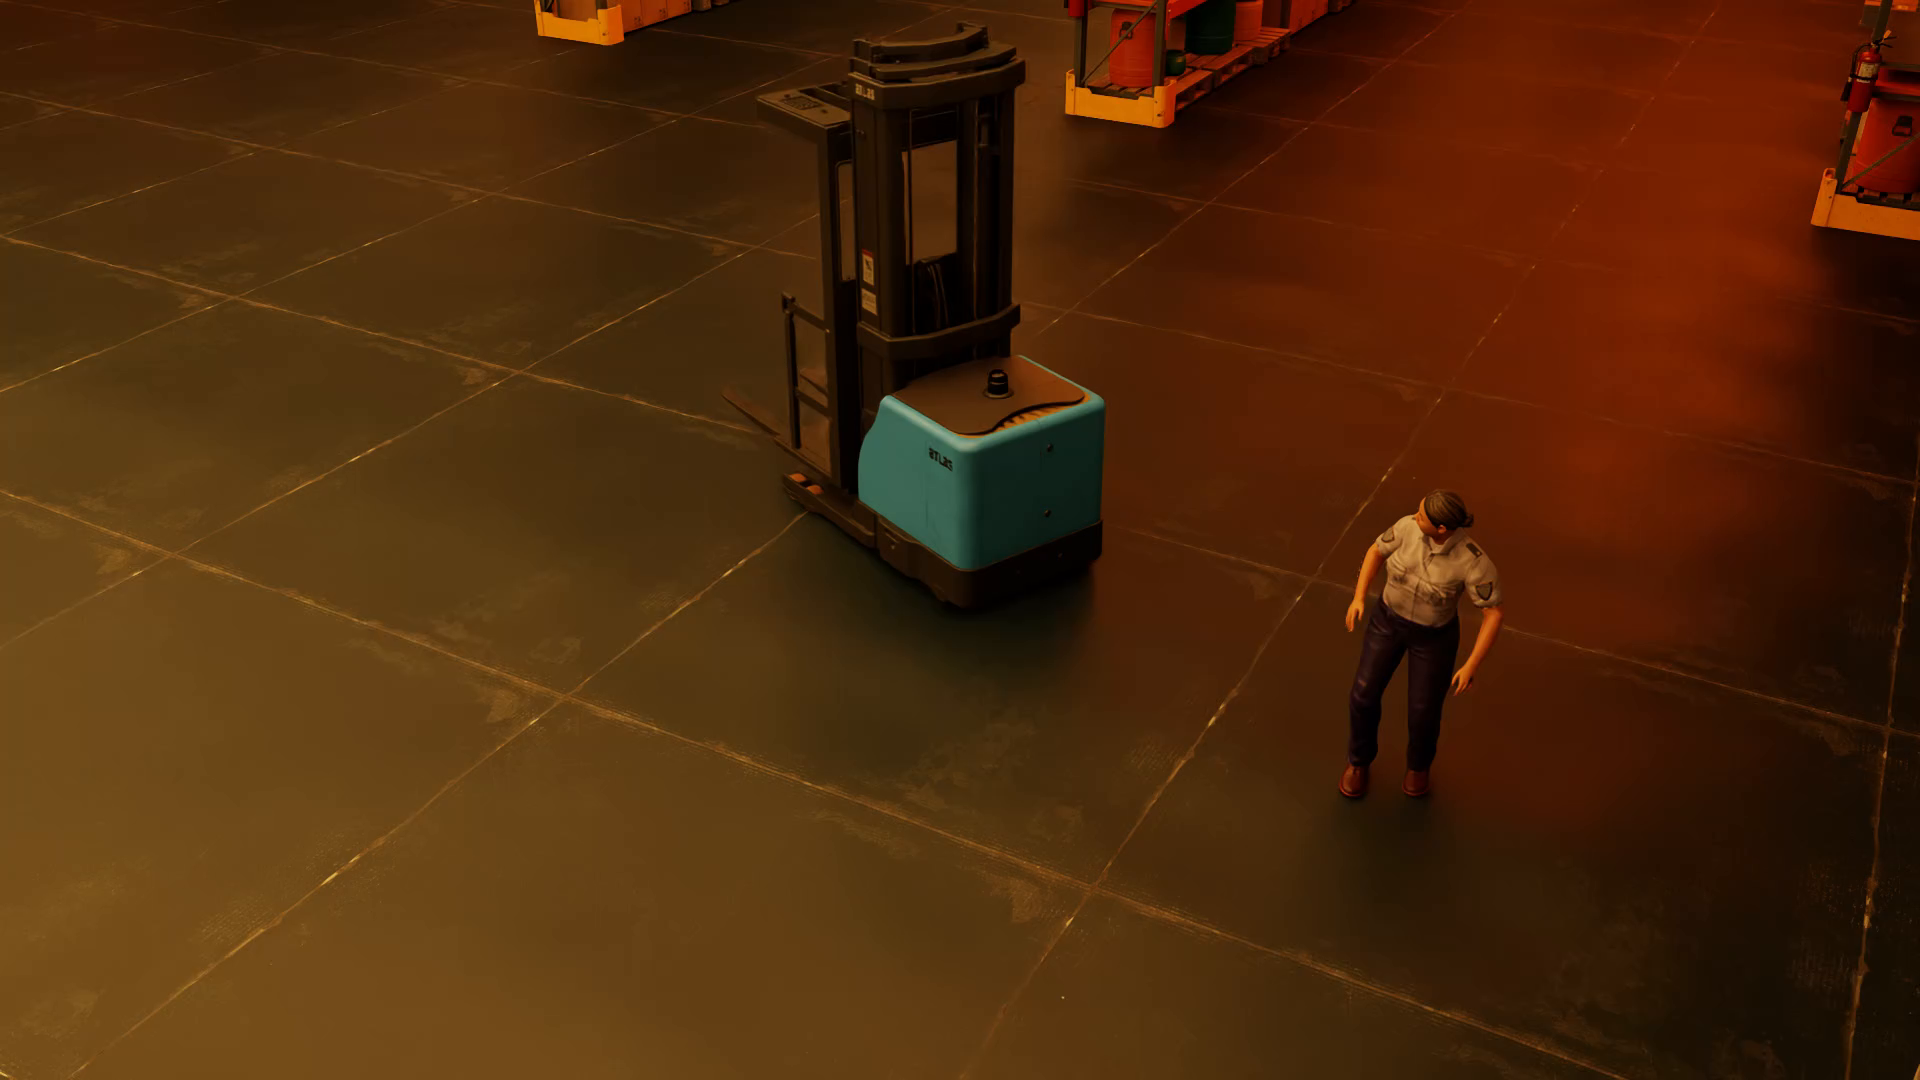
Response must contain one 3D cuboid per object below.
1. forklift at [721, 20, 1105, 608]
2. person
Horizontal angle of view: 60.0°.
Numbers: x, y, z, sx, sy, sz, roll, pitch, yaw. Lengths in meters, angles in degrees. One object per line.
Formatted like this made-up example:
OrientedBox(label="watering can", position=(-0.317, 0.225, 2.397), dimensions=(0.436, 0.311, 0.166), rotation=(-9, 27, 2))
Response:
OrientedBox(label="forklift", position=(-0.457, -1.573, 9.796), dimensions=(1.130, 2.935, 3.031), rotation=(-20, 36, -31))
OrientedBox(label="person", position=(2.092, 0.474, 7.587), dimensions=(0.685, 1.614, 0.492), rotation=(19, 35, 30))
